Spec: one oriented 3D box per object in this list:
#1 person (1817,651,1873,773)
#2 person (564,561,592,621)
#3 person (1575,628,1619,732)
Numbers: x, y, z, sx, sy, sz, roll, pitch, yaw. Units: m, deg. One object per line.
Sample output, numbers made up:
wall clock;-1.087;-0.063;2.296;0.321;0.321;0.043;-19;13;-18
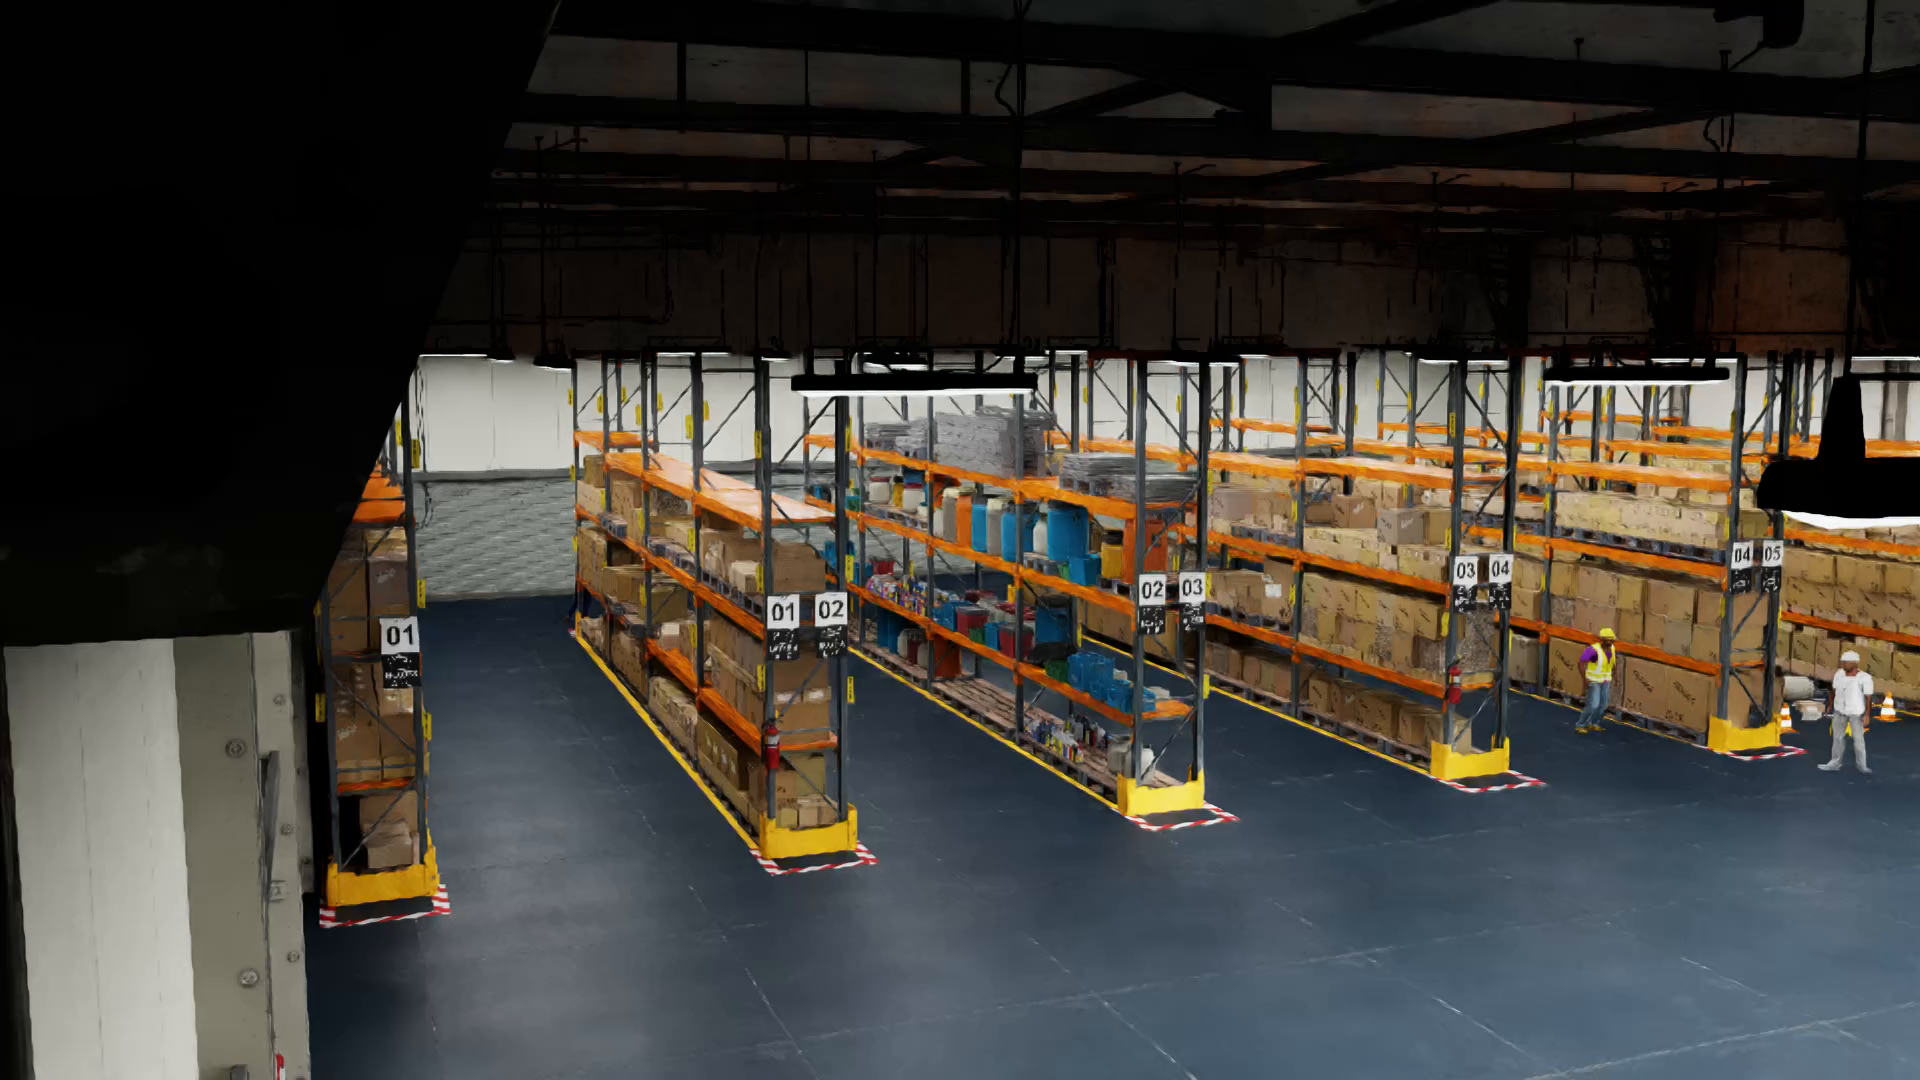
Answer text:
person;12.841;2.476;24.012;0.522;1.769;0.676;-5;9;-33
person;-8.370;0.985;36.560;0.515;1.632;0.679;4;8;27
person;10.119;2.220;26.346;0.719;1.714;0.578;-3;8;-22
